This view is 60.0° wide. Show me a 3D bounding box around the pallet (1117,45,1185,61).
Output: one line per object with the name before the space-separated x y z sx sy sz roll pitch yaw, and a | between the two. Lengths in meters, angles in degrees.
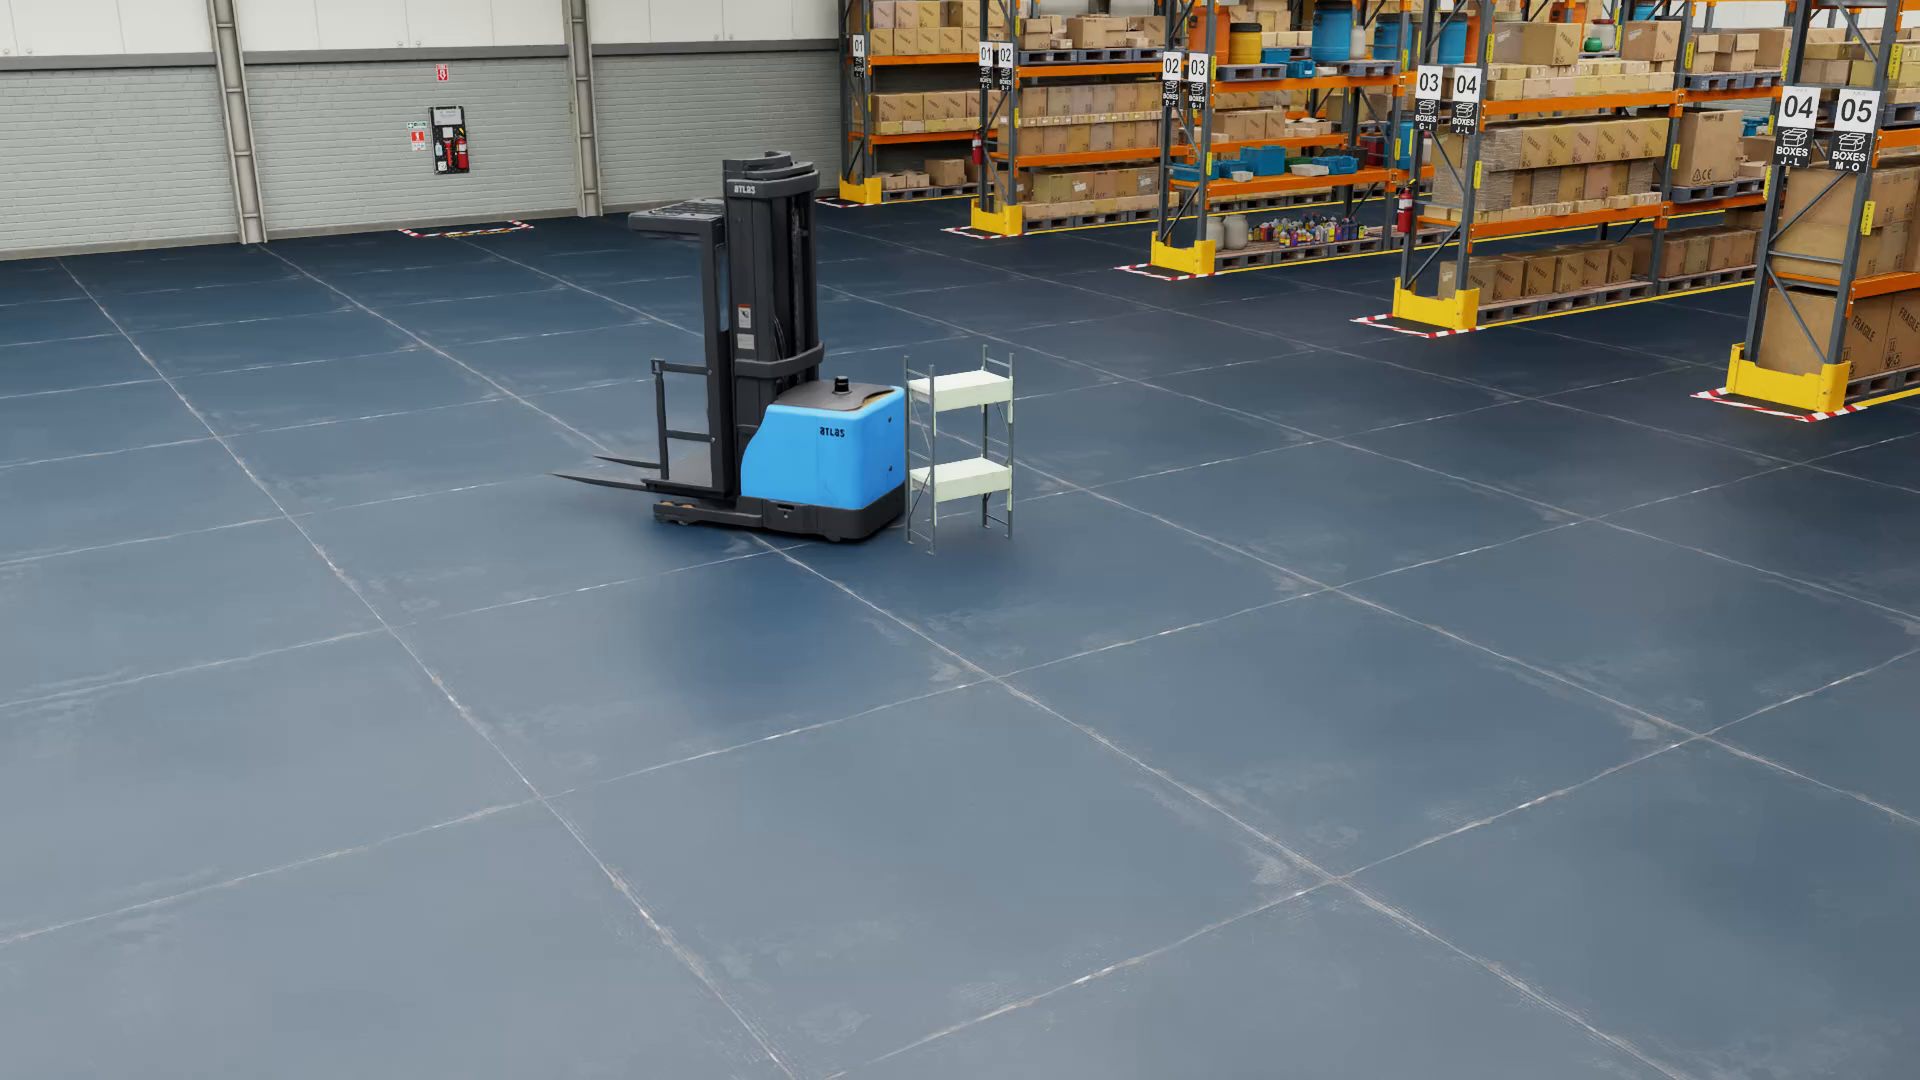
pallet | 3.305 -8.834 30.147 1.213 0.211 1.003 -12 22 -31

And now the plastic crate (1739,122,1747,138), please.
plastic crate | 14.782 -7.888 31.985 0.530 0.282 0.437 -12 22 -31

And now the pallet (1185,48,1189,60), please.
pallet | 4.733 -9.102 31.098 1.217 0.209 0.805 -13 23 -34

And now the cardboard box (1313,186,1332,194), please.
cardboard box | 7.039 -7.055 33.068 0.500 0.250 0.500 -11 22 -30

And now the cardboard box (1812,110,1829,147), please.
cardboard box | 13.409 -6.314 25.514 0.637 0.503 0.797 -11 22 -30

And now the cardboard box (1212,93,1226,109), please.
cardboard box | 5.605 -9.946 37.329 0.500 0.500 0.500 -11 22 -30

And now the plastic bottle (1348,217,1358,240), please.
plastic bottle | 6.345 -5.050 26.947 0.185 0.351 0.144 -13 22 -33

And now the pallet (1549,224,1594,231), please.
pallet | 10.700 -5.820 30.132 1.213 0.211 1.003 -12 22 -31

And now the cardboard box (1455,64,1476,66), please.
cardboard box | 6.450 -5.943 21.069 0.250 0.149 0.380 -13 22 -33

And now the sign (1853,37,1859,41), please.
sign | 13.086 -7.187 24.329 0.005 0.325 0.100 -12 22 -31

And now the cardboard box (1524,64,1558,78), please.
cardboard box | 7.349 -5.951 21.091 0.250 0.149 0.380 -12 22 -32

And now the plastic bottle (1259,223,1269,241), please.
plastic bottle | 4.902 -4.978 26.852 0.135 0.276 0.152 -12 22 -31

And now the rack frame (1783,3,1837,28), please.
rack frame | 16.746 -11.242 32.449 0.127 3.000 1.000 -12 22 -31

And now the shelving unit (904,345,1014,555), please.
shelving unit | -0.006 -0.709 13.001 0.755 1.500 0.431 -12 22 -31

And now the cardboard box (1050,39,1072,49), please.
cardboard box | 1.742 -8.635 28.938 0.250 0.149 0.380 -12 22 -31

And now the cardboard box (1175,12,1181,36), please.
cardboard box | 4.982 -11.417 36.806 0.500 0.500 0.700 -14 23 -36

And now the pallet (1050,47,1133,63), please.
pallet | 2.287 -8.621 29.515 1.213 0.211 1.003 -12 22 -31

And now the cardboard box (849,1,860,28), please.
cardboard box | -1.849 -10.330 32.683 0.500 0.500 0.500 -11 21 -29

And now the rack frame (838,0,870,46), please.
rack frame | -2.065 -11.074 31.951 0.127 3.000 1.000 -12 22 -31

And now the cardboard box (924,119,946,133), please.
cardboard box | -0.628 -8.355 33.478 0.500 0.250 0.500 -12 22 -32

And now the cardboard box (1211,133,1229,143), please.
cardboard box | 4.856 -7.595 31.418 0.250 0.149 0.380 -12 22 -31

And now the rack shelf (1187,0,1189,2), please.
rack shelf | 6.287 -12.305 37.340 4.000 0.370 1.077 -12 22 -31

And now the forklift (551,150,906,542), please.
forklift | -1.975 -1.658 13.574 3.031 2.935 1.130 8 20 21

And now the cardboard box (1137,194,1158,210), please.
cardboard box | 3.313 -6.283 30.784 0.500 0.250 0.500 -12 22 -31

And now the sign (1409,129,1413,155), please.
sign | 5.819 -5.108 21.368 0.005 0.325 0.100 -12 22 -31

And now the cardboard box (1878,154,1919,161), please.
cardboard box | 10.404 -3.863 18.066 0.500 0.550 0.875 -12 22 -31

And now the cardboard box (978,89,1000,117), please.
cardboard box | 0.637 -8.975 34.141 0.500 0.500 0.500 -12 22 -32

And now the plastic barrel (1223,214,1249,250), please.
plastic barrel | 4.310 -4.827 26.069 0.421 0.512 0.421 0 19 0

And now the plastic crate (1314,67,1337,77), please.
plastic crate | 5.606 -7.192 25.563 0.396 0.136 0.243 -12 22 -31

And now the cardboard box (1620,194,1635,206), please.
cardboard box | 8.975 -4.657 22.729 0.250 0.149 0.380 -12 22 -31

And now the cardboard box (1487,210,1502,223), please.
cardboard box | 6.696 -4.164 21.270 0.250 0.149 0.380 -12 22 -31

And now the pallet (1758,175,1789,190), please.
pallet | 12.252 -5.422 24.898 1.003 0.211 1.213 -12 22 -31

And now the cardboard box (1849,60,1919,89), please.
cardboard box | 9.295 -4.666 16.639 0.500 0.250 0.500 -12 22 -32

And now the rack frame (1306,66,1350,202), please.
rack frame | 7.344 -8.317 33.162 0.127 3.000 1.000 -12 22 -31

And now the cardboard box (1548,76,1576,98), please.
cardboard box | 7.495 -5.802 21.273 0.500 0.250 0.500 -12 22 -32

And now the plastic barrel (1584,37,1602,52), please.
plastic barrel | 11.076 -8.663 29.089 0.294 0.245 0.294 0 19 0

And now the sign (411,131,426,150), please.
sign | -9.571 -7.052 29.365 0.234 0.329 0.001 -12 22 -31

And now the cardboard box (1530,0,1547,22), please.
cardboard box | 11.979 -11.199 35.287 0.500 0.500 0.700 -12 22 -31

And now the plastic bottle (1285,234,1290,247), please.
plastic bottle | 5.156 -4.719 26.203 0.097 0.201 0.097 0 19 0

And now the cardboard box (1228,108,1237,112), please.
cardboard box | 6.078 -9.762 37.797 0.250 0.149 0.380 -12 22 -31

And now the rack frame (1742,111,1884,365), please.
rack frame | 8.751 -2.913 17.178 0.127 3.000 1.000 -12 22 -31

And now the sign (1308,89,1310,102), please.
sign | 7.037 -8.971 33.414 0.005 0.325 0.100 -12 22 -31

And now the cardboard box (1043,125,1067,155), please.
cardboard box | 1.495 -7.128 29.489 0.500 0.500 0.700 -11 22 -30

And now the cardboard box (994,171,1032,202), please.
cardboard box | 0.947 -6.334 29.762 0.500 0.500 0.500 -12 22 -31

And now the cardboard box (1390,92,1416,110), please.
cardboard box | 9.243 -8.940 34.194 0.700 0.500 0.500 16 24 39

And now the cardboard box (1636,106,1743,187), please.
cardboard box | 10.189 -5.548 23.378 1.000 1.000 1.000 -12 22 -31

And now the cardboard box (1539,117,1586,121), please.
cardboard box | 8.098 -5.436 22.460 0.500 0.500 0.500 -12 22 -31

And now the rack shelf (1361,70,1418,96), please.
rack shelf | 8.395 -7.719 27.834 4.000 0.370 1.077 -12 22 -31

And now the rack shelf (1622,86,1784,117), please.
rack shelf | 11.119 -6.394 23.915 4.000 0.370 1.077 -12 22 -31

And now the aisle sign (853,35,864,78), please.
aisle sign | -1.960 -9.371 32.220 0.004 0.787 0.394 -12 22 -31

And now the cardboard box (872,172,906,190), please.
cardboard box | -1.438 -7.265 33.561 0.500 0.311 0.500 -15 24 -37

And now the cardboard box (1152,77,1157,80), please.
cardboard box | 4.345 -10.136 36.686 0.250 0.149 0.380 -16 24 -38

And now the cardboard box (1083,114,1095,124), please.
cardboard box | 2.183 -7.501 29.581 0.250 0.149 0.380 -12 22 -32

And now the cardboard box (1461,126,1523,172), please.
cardboard box | 6.717 -4.943 21.002 0.500 0.500 0.500 -12 22 -31

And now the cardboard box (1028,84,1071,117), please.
cardboard box | 1.540 -7.752 29.309 0.500 0.500 0.700 -13 22 -33

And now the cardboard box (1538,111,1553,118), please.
cardboard box | 12.529 -9.354 36.075 0.500 0.500 0.500 -12 22 -32
